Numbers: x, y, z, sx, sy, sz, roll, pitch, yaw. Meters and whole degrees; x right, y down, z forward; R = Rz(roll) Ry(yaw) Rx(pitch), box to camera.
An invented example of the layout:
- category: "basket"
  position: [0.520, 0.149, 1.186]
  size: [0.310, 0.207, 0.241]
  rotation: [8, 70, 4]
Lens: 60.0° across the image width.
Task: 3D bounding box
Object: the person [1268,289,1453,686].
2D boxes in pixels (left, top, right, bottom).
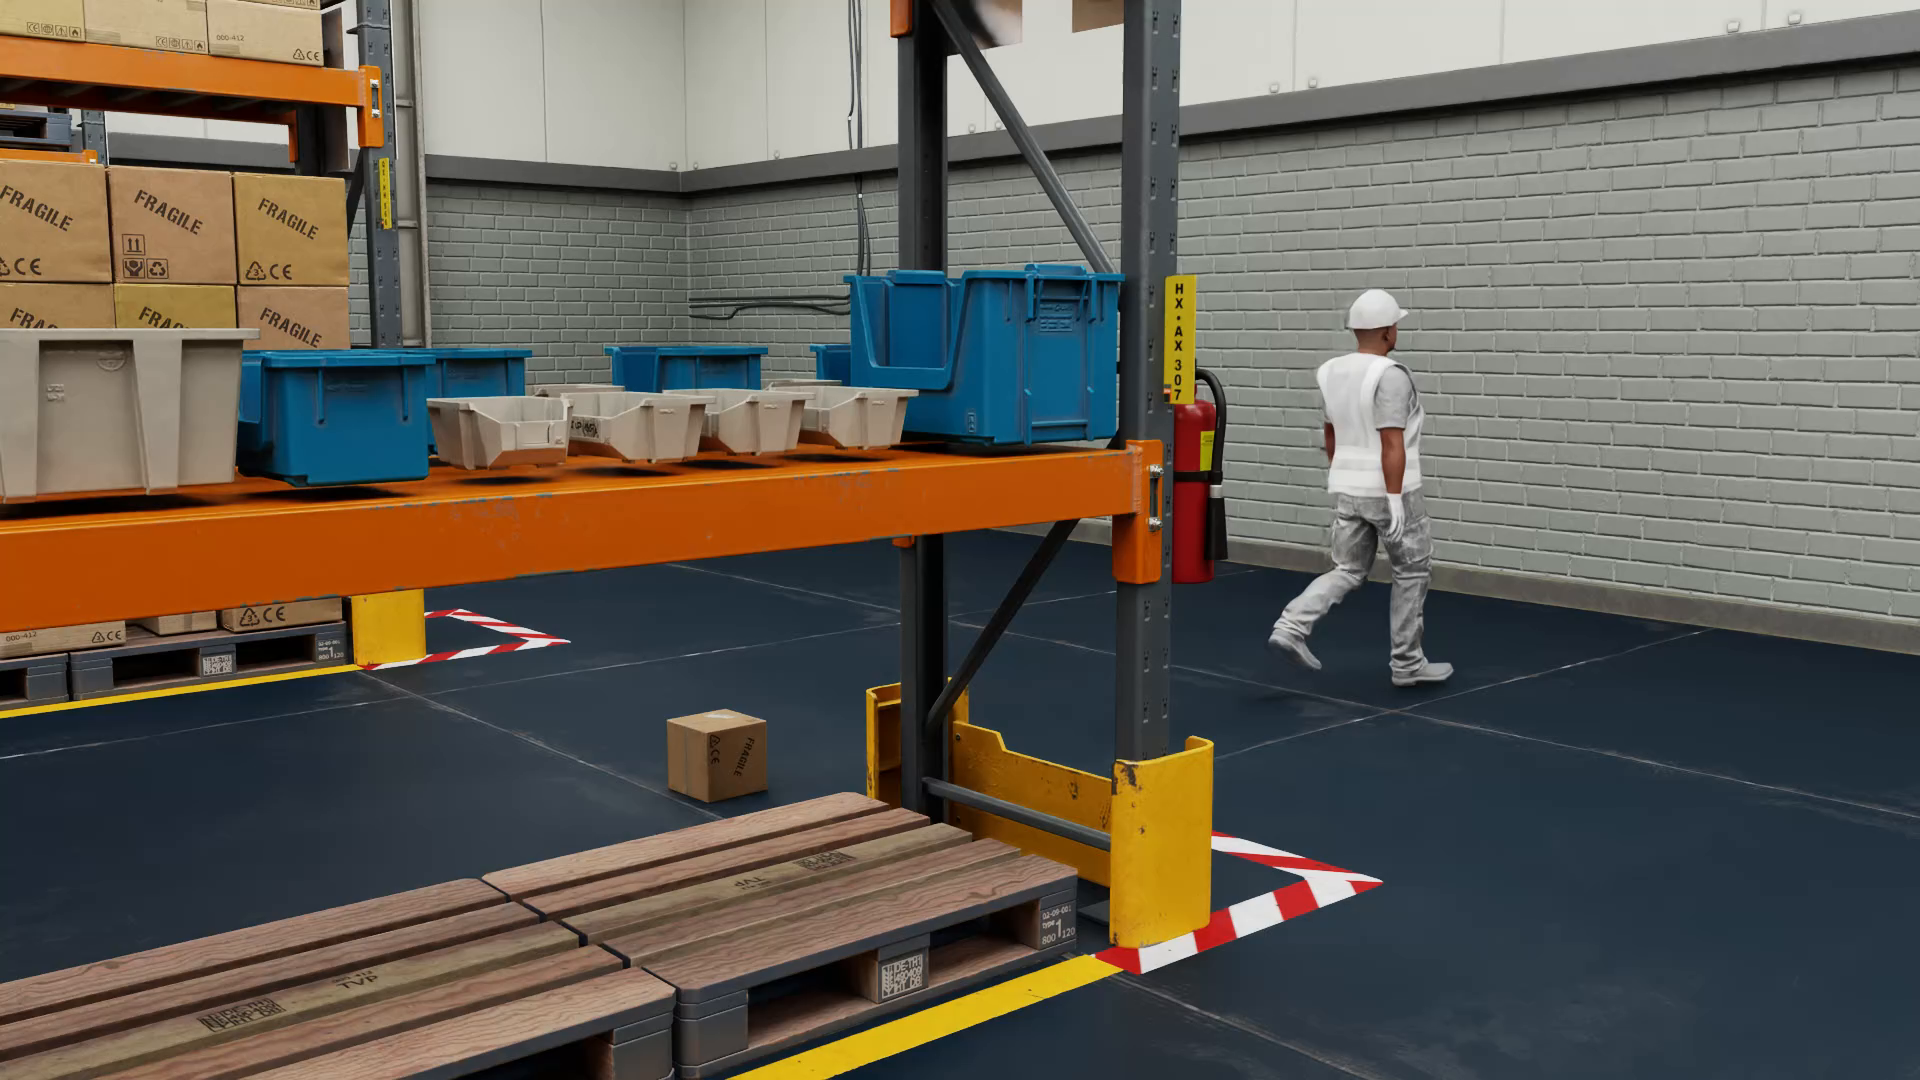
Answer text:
- category: "person"
  position: [1.794, -0.216, 7.331]
  size: [0.902, 1.758, 0.569]
  rotation: [-4, 8, -27]
